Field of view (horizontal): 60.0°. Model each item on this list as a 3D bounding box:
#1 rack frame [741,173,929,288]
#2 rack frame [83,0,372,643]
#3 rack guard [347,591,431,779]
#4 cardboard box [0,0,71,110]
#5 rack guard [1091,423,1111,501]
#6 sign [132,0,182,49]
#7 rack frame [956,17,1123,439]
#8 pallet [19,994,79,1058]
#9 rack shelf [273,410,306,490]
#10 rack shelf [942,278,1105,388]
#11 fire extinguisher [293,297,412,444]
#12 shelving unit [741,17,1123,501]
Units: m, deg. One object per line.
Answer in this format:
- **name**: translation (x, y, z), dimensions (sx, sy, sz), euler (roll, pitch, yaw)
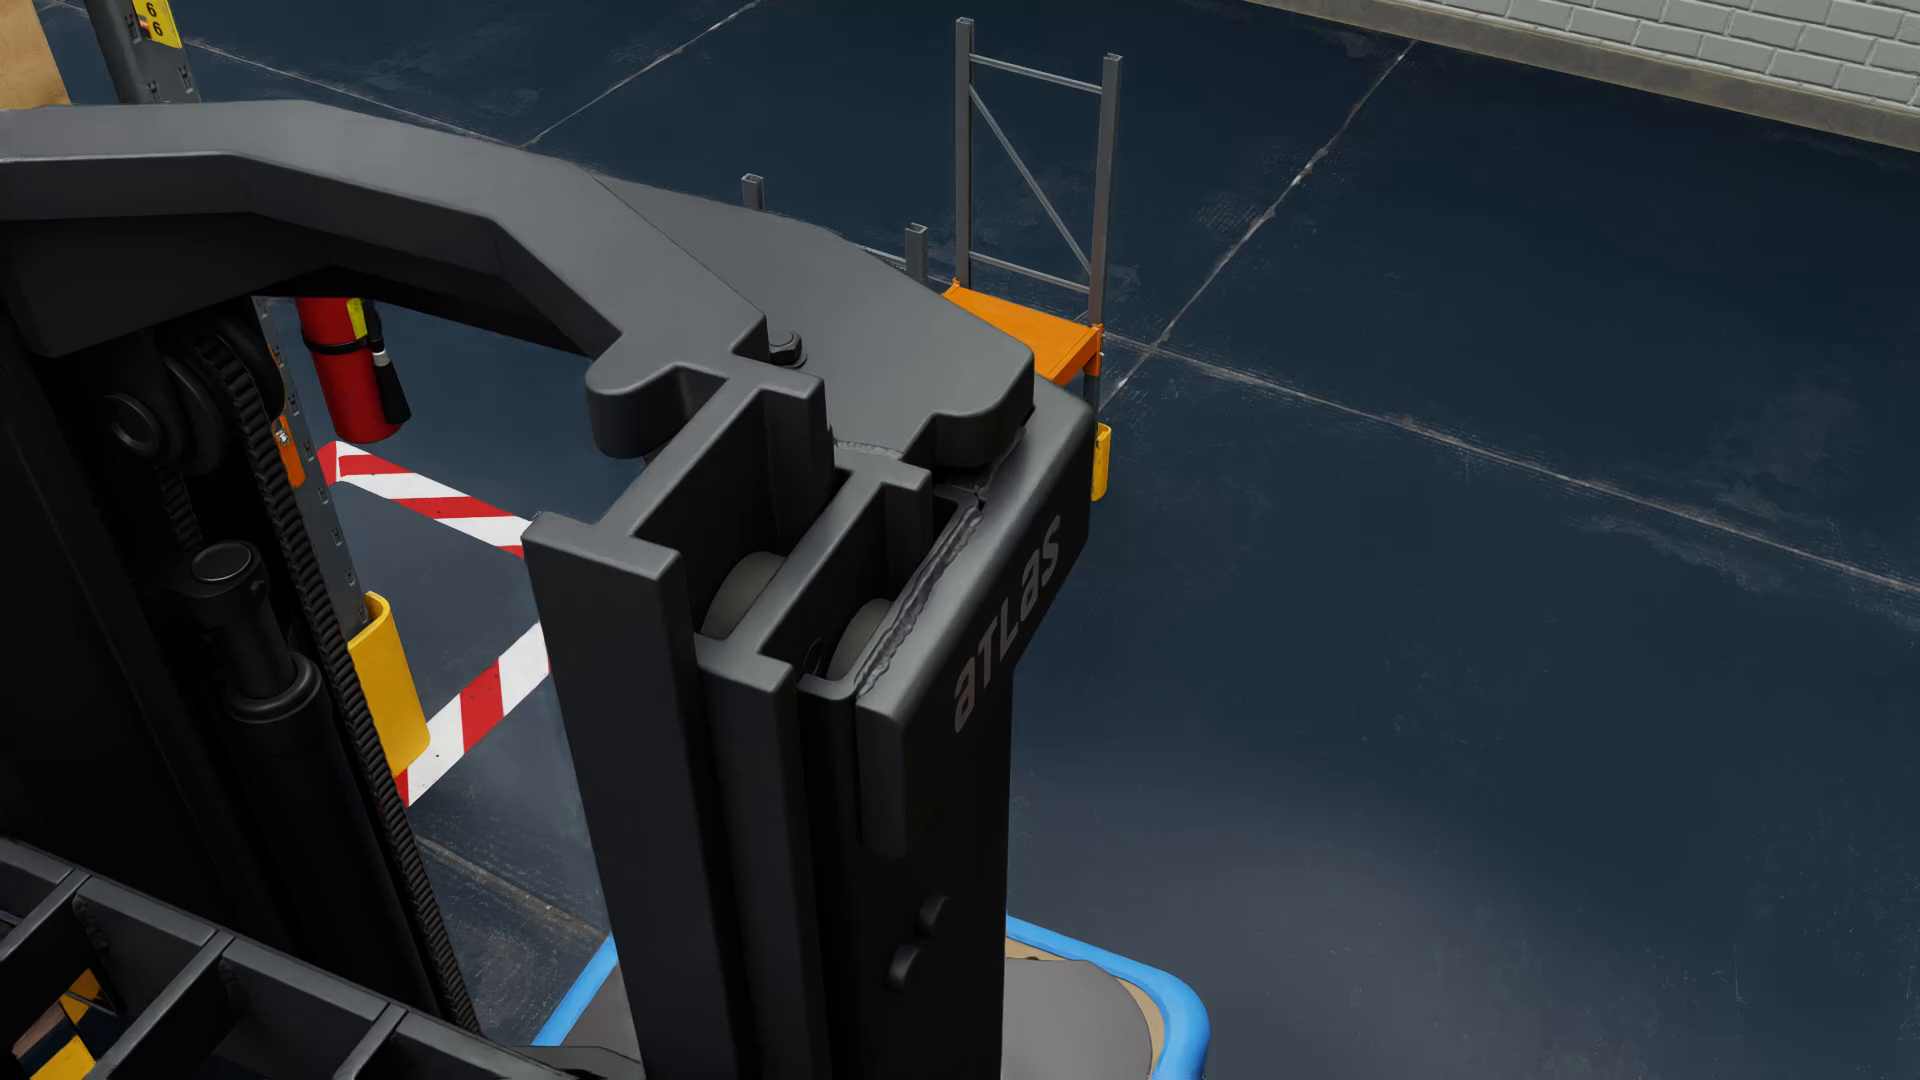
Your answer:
- **rack frame**: translation (-0.297, -0.223, 4.369), dimensions (0.500, 1.500, 0.032), euler (21, 45, 22)
- **rack frame**: translation (-2.001, -0.719, 3.797), dimensions (1.000, 3.000, 0.127), euler (21, 45, 22)
- **rack guard**: translation (-2.039, 0.263, 4.573), dimensions (1.175, 0.500, 0.348), euler (21, 45, 22)
- **cardboard box**: translation (-2.014, -0.899, 2.944), dimensions (0.500, 0.500, 0.500), euler (20, 45, 21)
- **rack guard**: translation (0.211, -0.335, 5.441), dimensions (0.587, 0.250, 0.087), euler (21, 45, 22)
- **sign**: translation (-1.530, -1.077, 3.088), dimensions (0.100, 0.325, 0.005), euler (21, 45, 22)
- **rack frame**: translation (0.212, -0.805, 5.029), dimensions (0.500, 1.500, 0.032), euler (21, 45, 22)
- **pallet**: translation (-2.476, 0.824, 4.154), dimensions (1.003, 0.211, 1.213), euler (21, 45, 22)
- **rack shelf**: translation (-3.002, 0.696, 2.735), dimensions (1.077, 0.370, 4.000), euler (21, 45, 22)
- **rack shelf**: translation (-0.043, -0.379, 4.818), dimensions (0.538, 0.185, 1.000), euler (21, 45, 22)
- **fire extinguisher**: translation (-1.475, -0.541, 3.936), dimensions (0.296, 0.674, 0.183), euler (21, 45, 22)
- **shelving unit**: translation (-0.038, -0.519, 4.705), dimensions (0.587, 1.500, 1.083), euler (21, 45, 22)
